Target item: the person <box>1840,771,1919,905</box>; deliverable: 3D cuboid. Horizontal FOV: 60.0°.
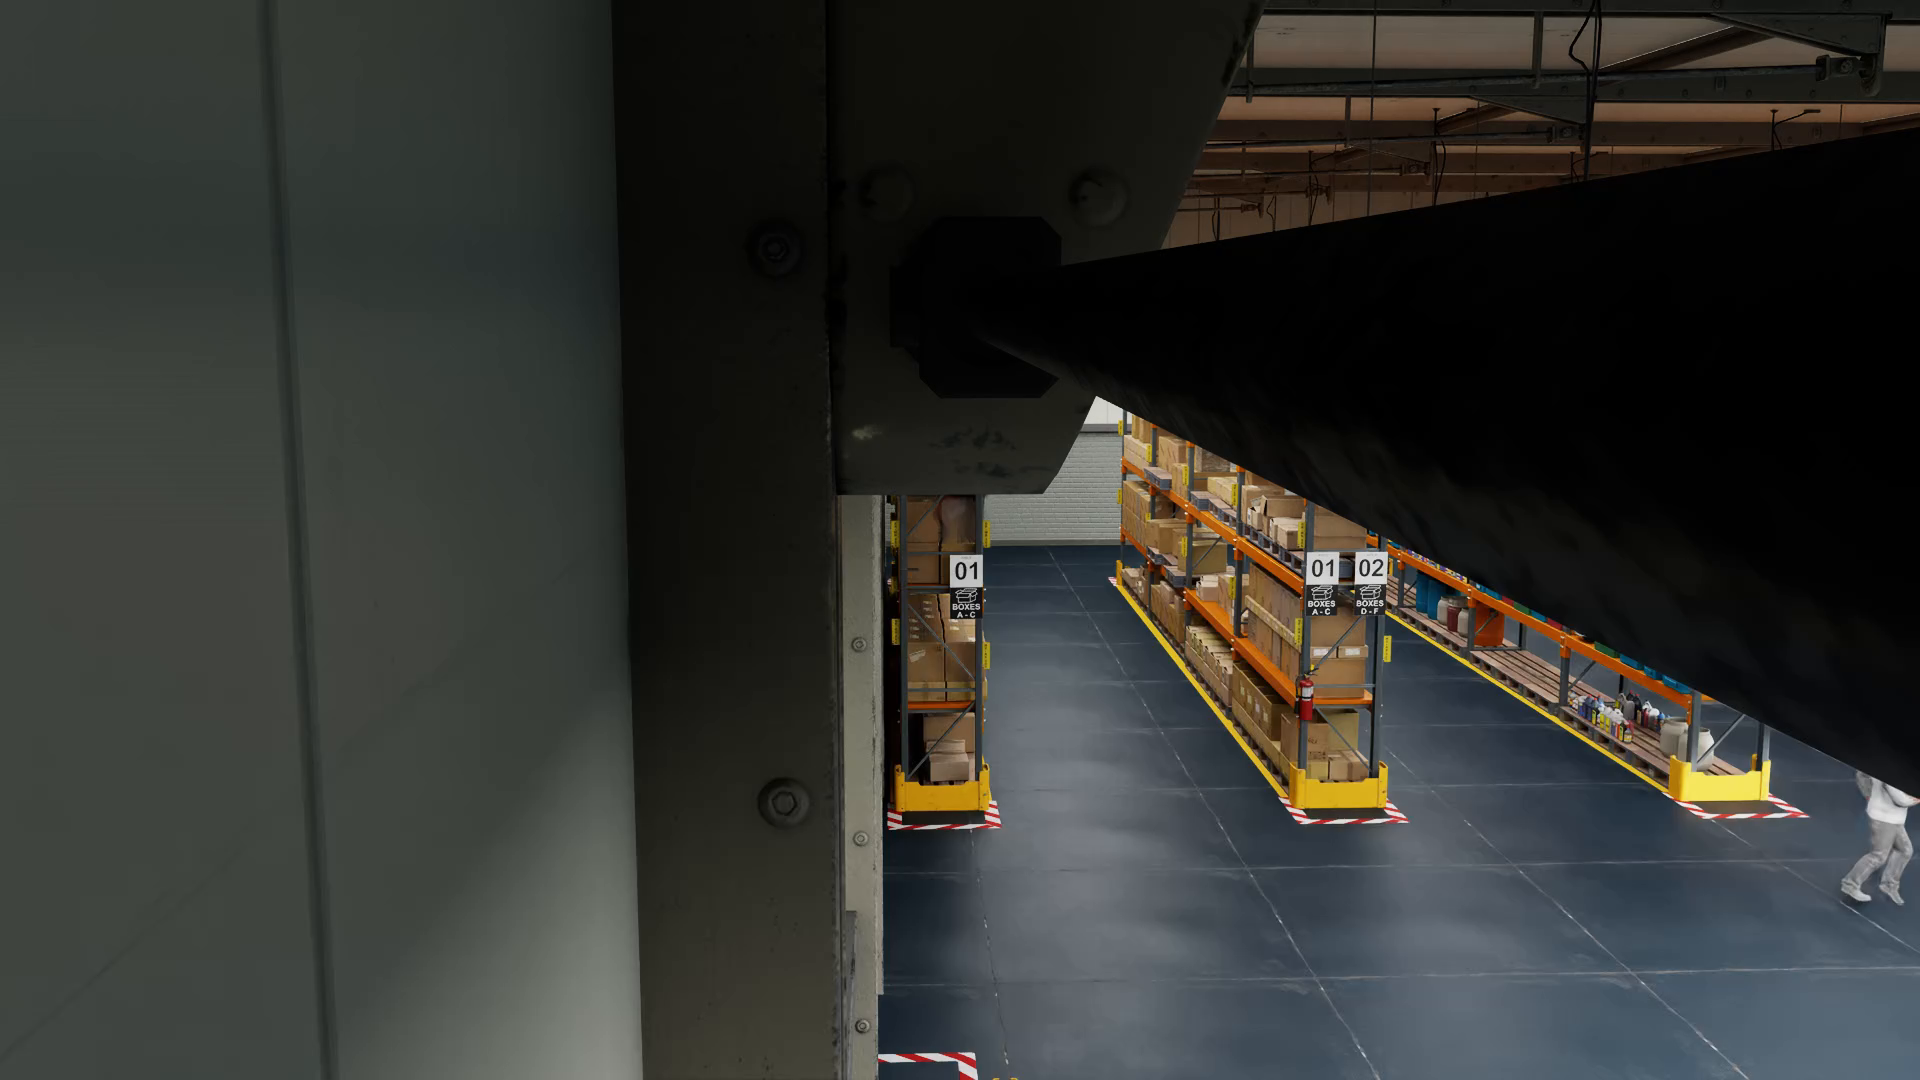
[{"bbox_3d":[9.612,2.930,17.261,0.752,1.839,0.676,3,9,21],"label":"person"}]
